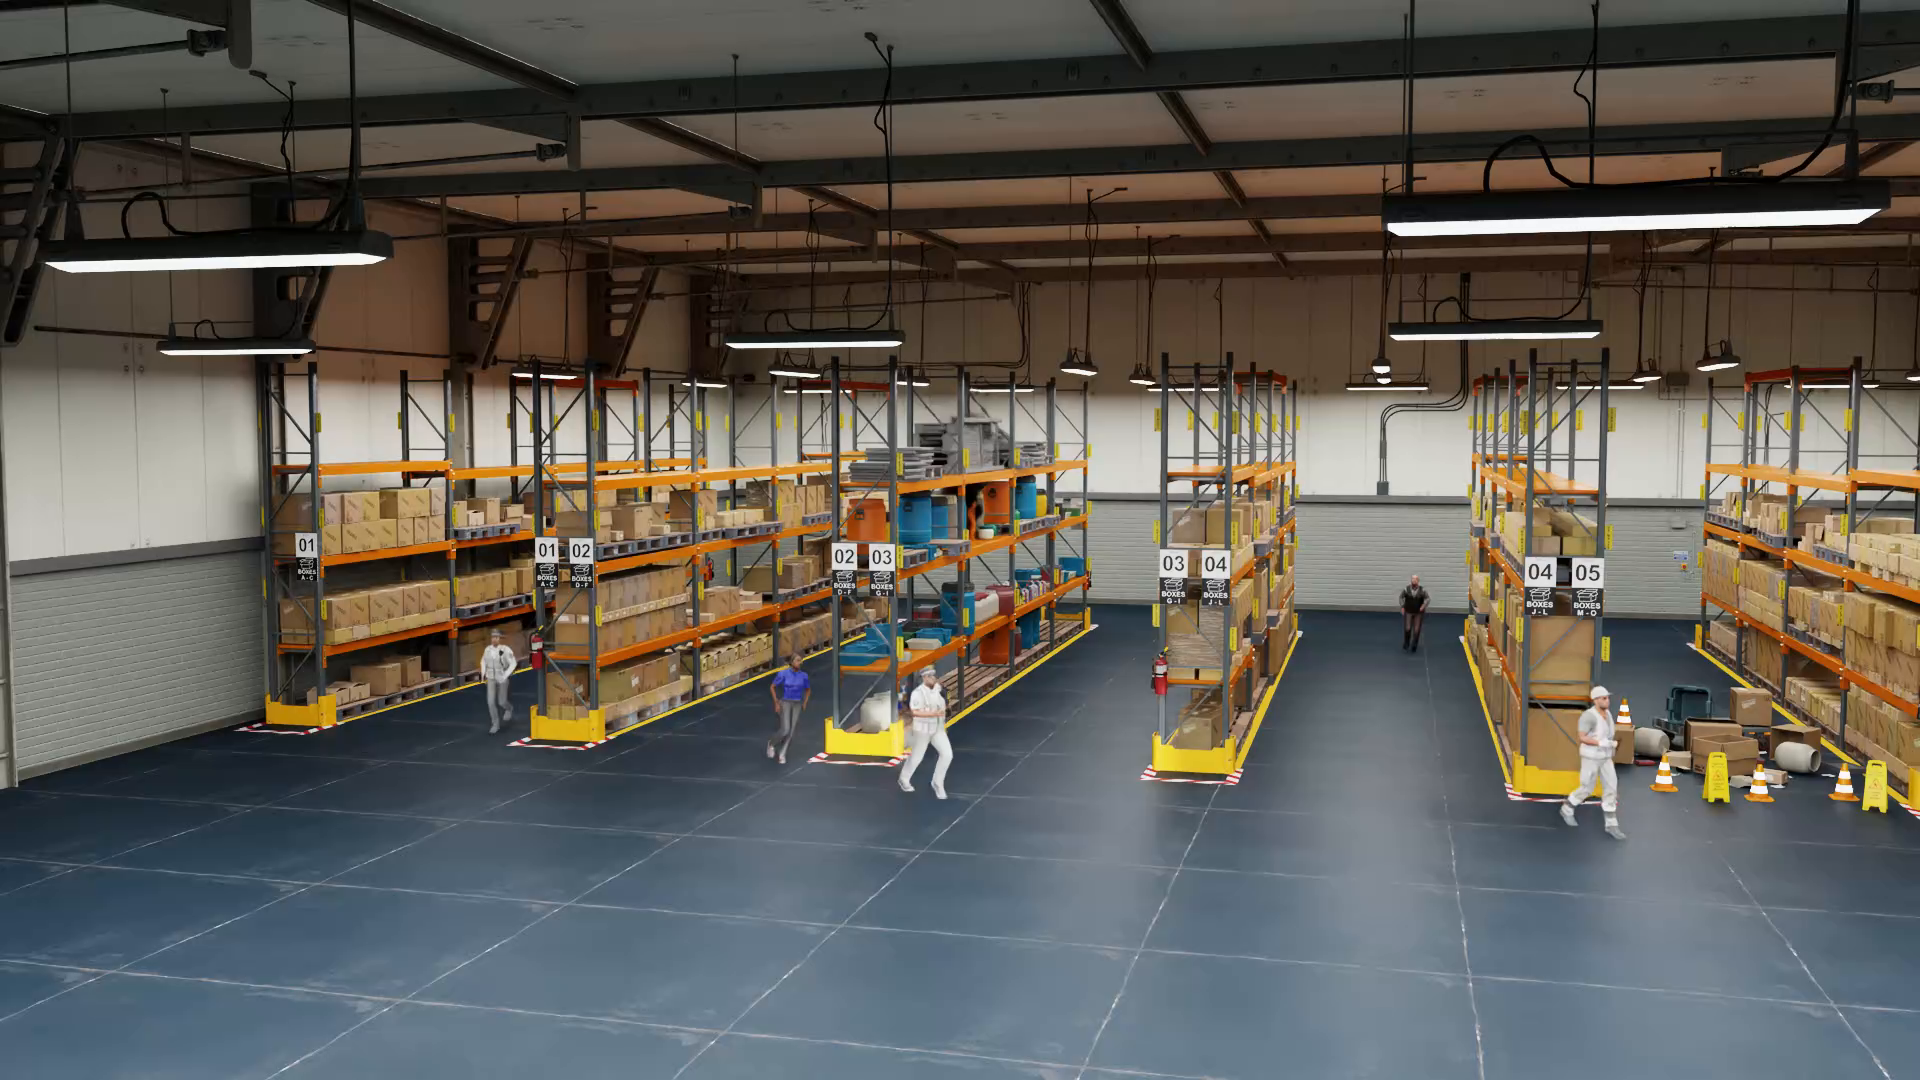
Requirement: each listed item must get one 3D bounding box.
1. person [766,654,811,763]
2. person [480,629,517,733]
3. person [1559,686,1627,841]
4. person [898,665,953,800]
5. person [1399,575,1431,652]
[{"bbox_3d":[-2.500,2.478,24.564,0.644,1.598,0.530,-2,5,-27],"label":"person"},{"bbox_3d":[-7.538,2.267,27.155,0.636,1.675,0.713,0,4,3],"label":"person"},{"bbox_3d":[7.733,2.677,20.239,0.680,1.820,0.866,-2,5,-31],"label":"person"},{"bbox_3d":[-0.425,2.563,22.254,0.673,1.828,0.911,-3,5,-38],"label":"person"},{"bbox_3d":[9.919,1.608,36.288,0.670,1.690,0.568,1,4,14],"label":"person"}]
